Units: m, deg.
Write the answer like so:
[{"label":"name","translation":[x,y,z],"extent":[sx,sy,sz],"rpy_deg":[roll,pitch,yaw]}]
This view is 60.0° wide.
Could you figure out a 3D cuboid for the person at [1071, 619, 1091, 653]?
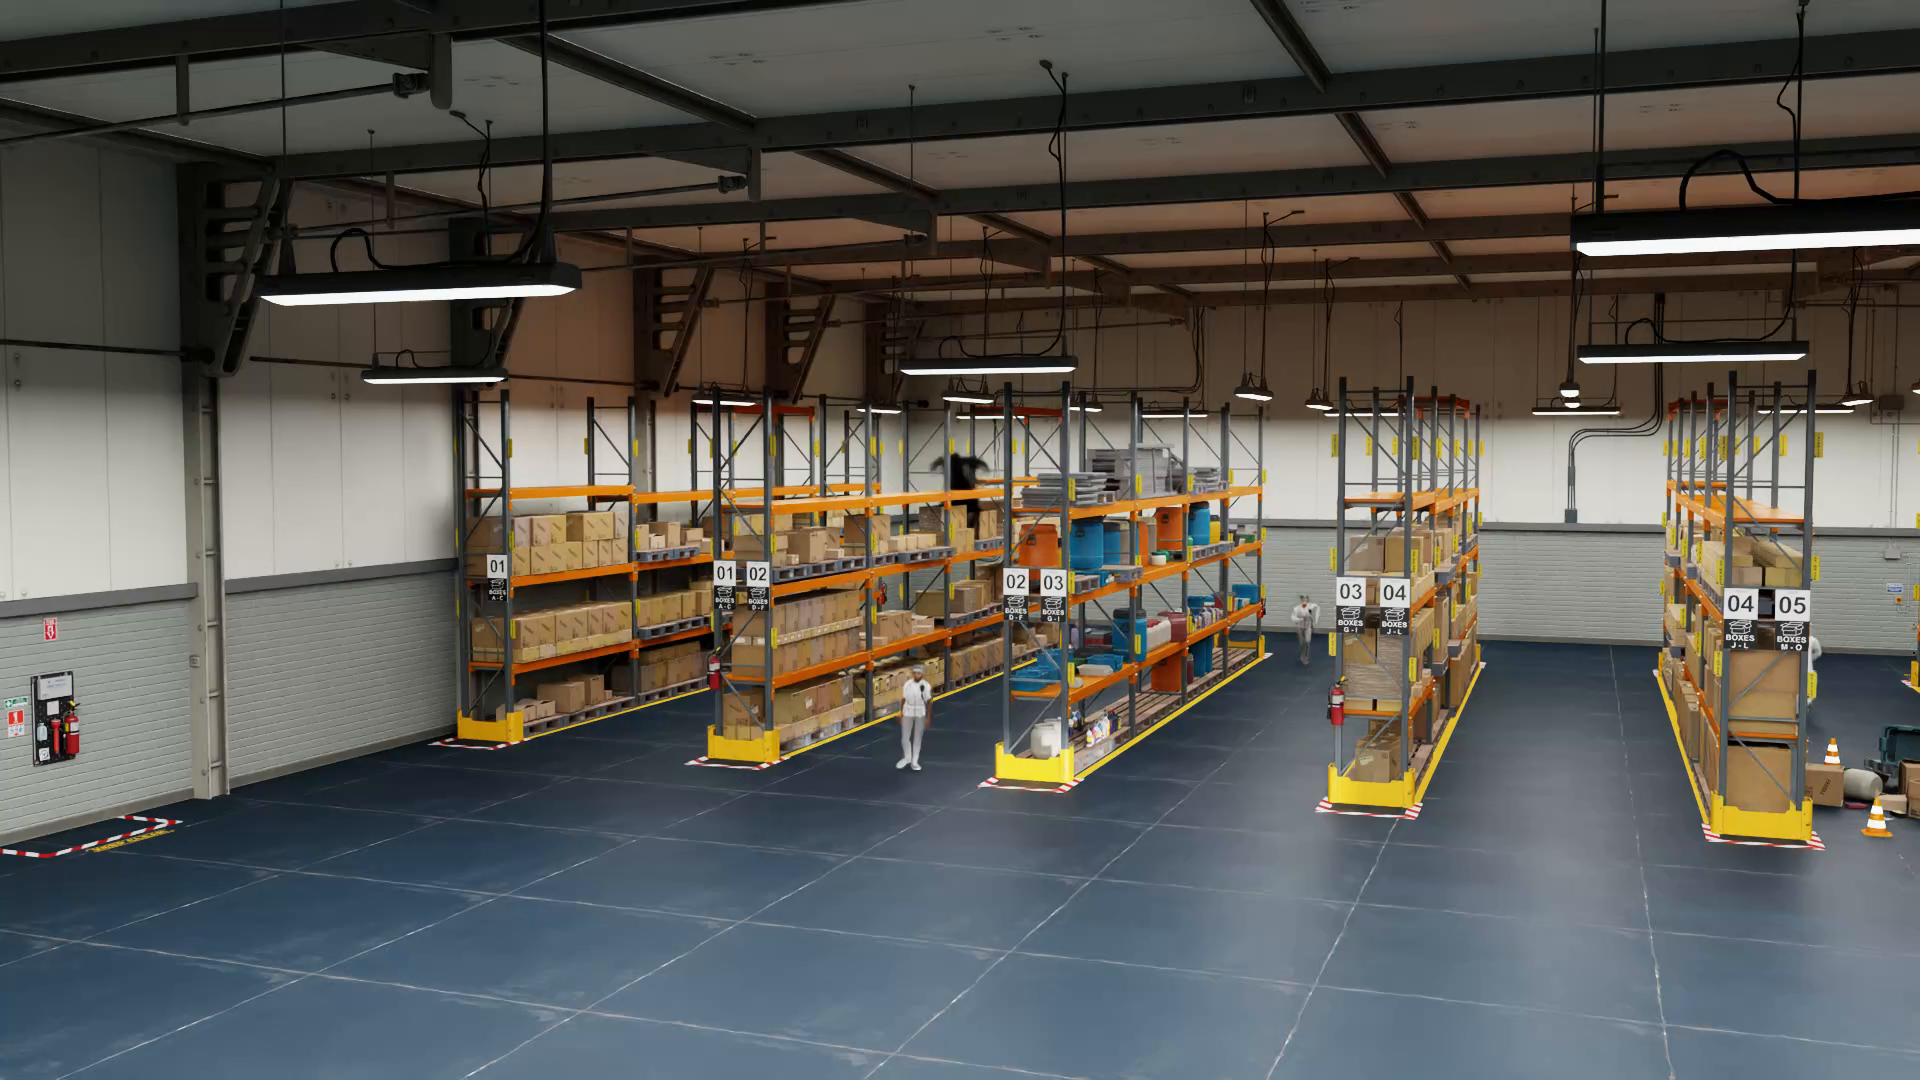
[{"label":"person","translation":[2.499,2.351,33.918],"extent":[0.573,1.583,0.639],"rpy_deg":[1,3,19]}]

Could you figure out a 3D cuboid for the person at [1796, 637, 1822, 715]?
[{"label":"person","translation":[15.762,2.428,31.116],"extent":[0.702,1.731,0.787],"rpy_deg":[1,3,16]}]

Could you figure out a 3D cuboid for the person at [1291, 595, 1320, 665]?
[{"label":"person","translation":[8.030,2.093,38.666],"extent":[0.651,1.681,0.919],"rpy_deg":[1,3,11]}]

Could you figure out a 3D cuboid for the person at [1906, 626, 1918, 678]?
[{"label":"person","translation":[20.927,2.184,35.894],"extent":[0.884,1.639,0.579],"rpy_deg":[1,3,19]}]

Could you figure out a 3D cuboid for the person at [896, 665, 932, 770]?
[{"label":"person","translation":[-0.720,2.743,25.738],"extent":[0.558,1.663,0.461],"rpy_deg":[0,3,-3]}]
